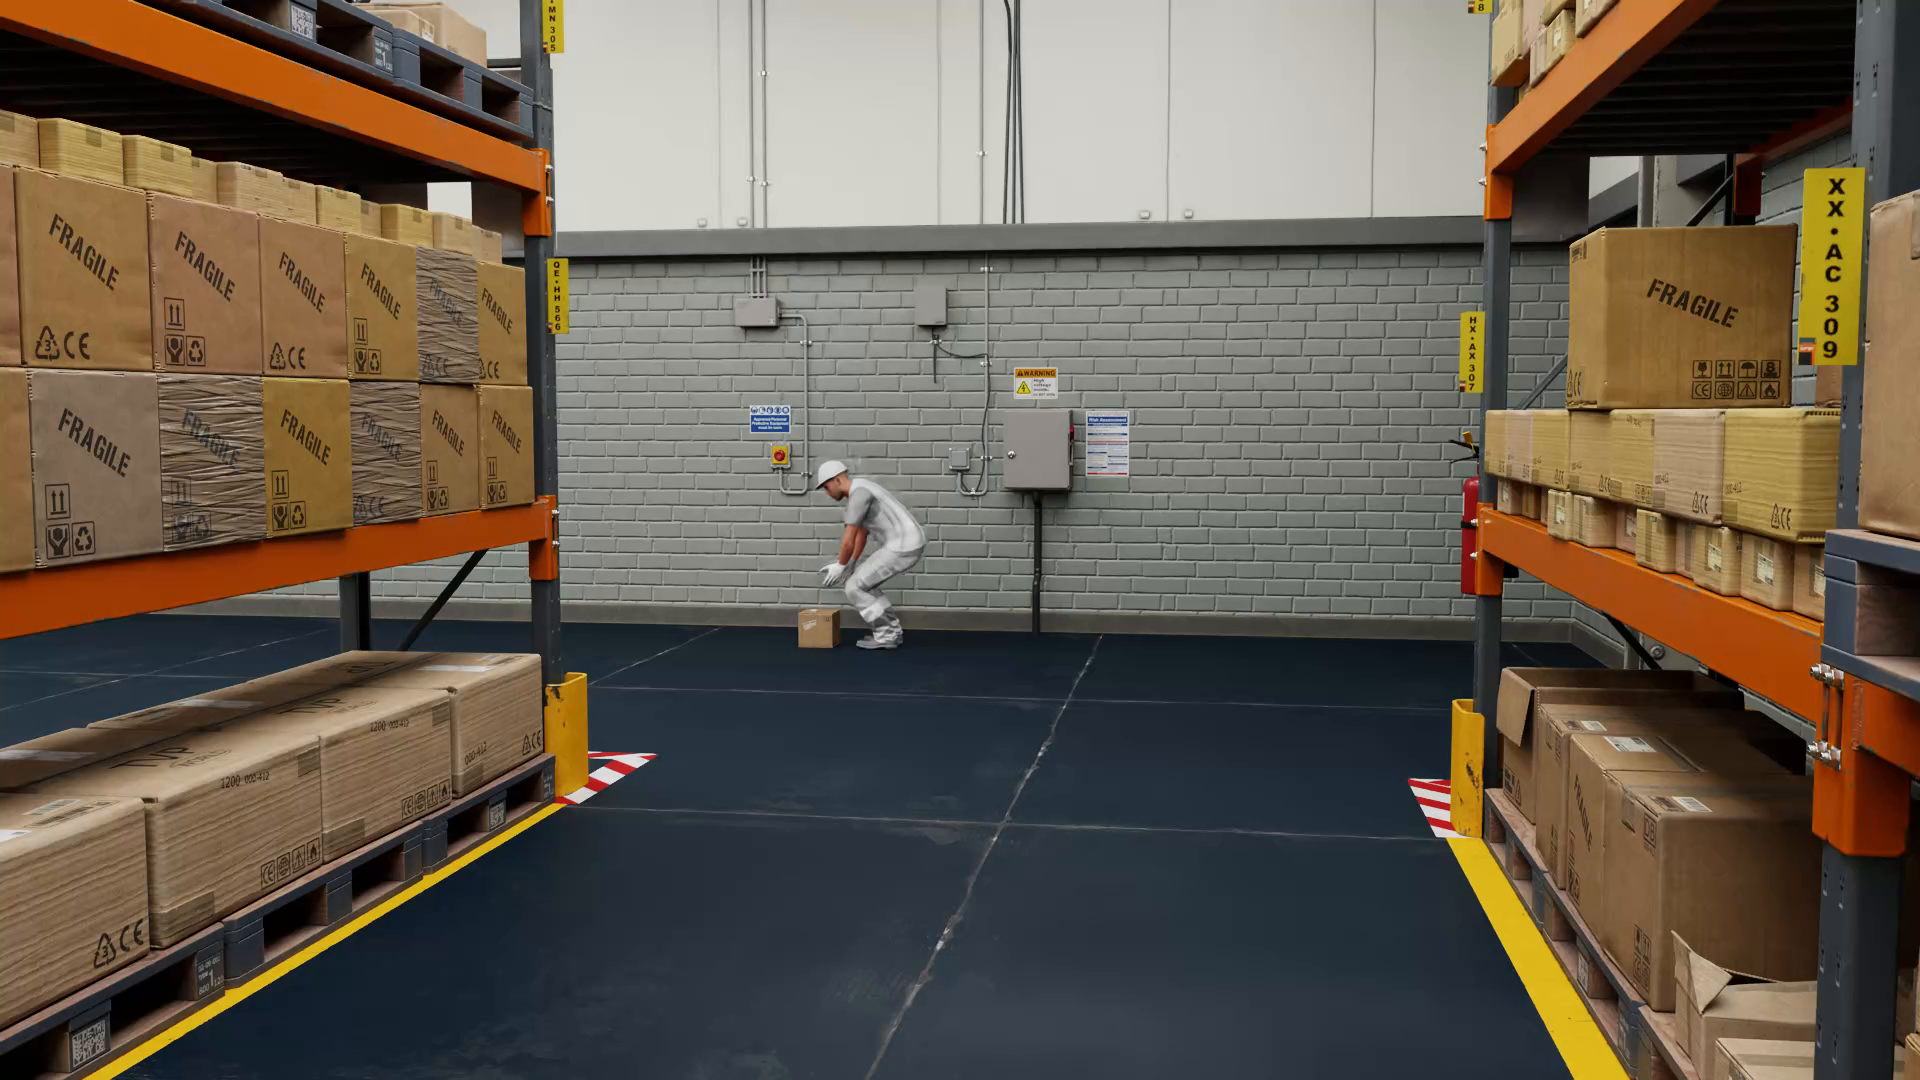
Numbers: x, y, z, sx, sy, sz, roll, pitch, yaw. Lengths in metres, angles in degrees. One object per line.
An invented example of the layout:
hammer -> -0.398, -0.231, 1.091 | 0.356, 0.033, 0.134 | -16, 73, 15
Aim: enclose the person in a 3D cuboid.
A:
person -> -0.648, 0.102, 11.954 | 0.795, 1.351, 0.584 | 1, 4, 9
